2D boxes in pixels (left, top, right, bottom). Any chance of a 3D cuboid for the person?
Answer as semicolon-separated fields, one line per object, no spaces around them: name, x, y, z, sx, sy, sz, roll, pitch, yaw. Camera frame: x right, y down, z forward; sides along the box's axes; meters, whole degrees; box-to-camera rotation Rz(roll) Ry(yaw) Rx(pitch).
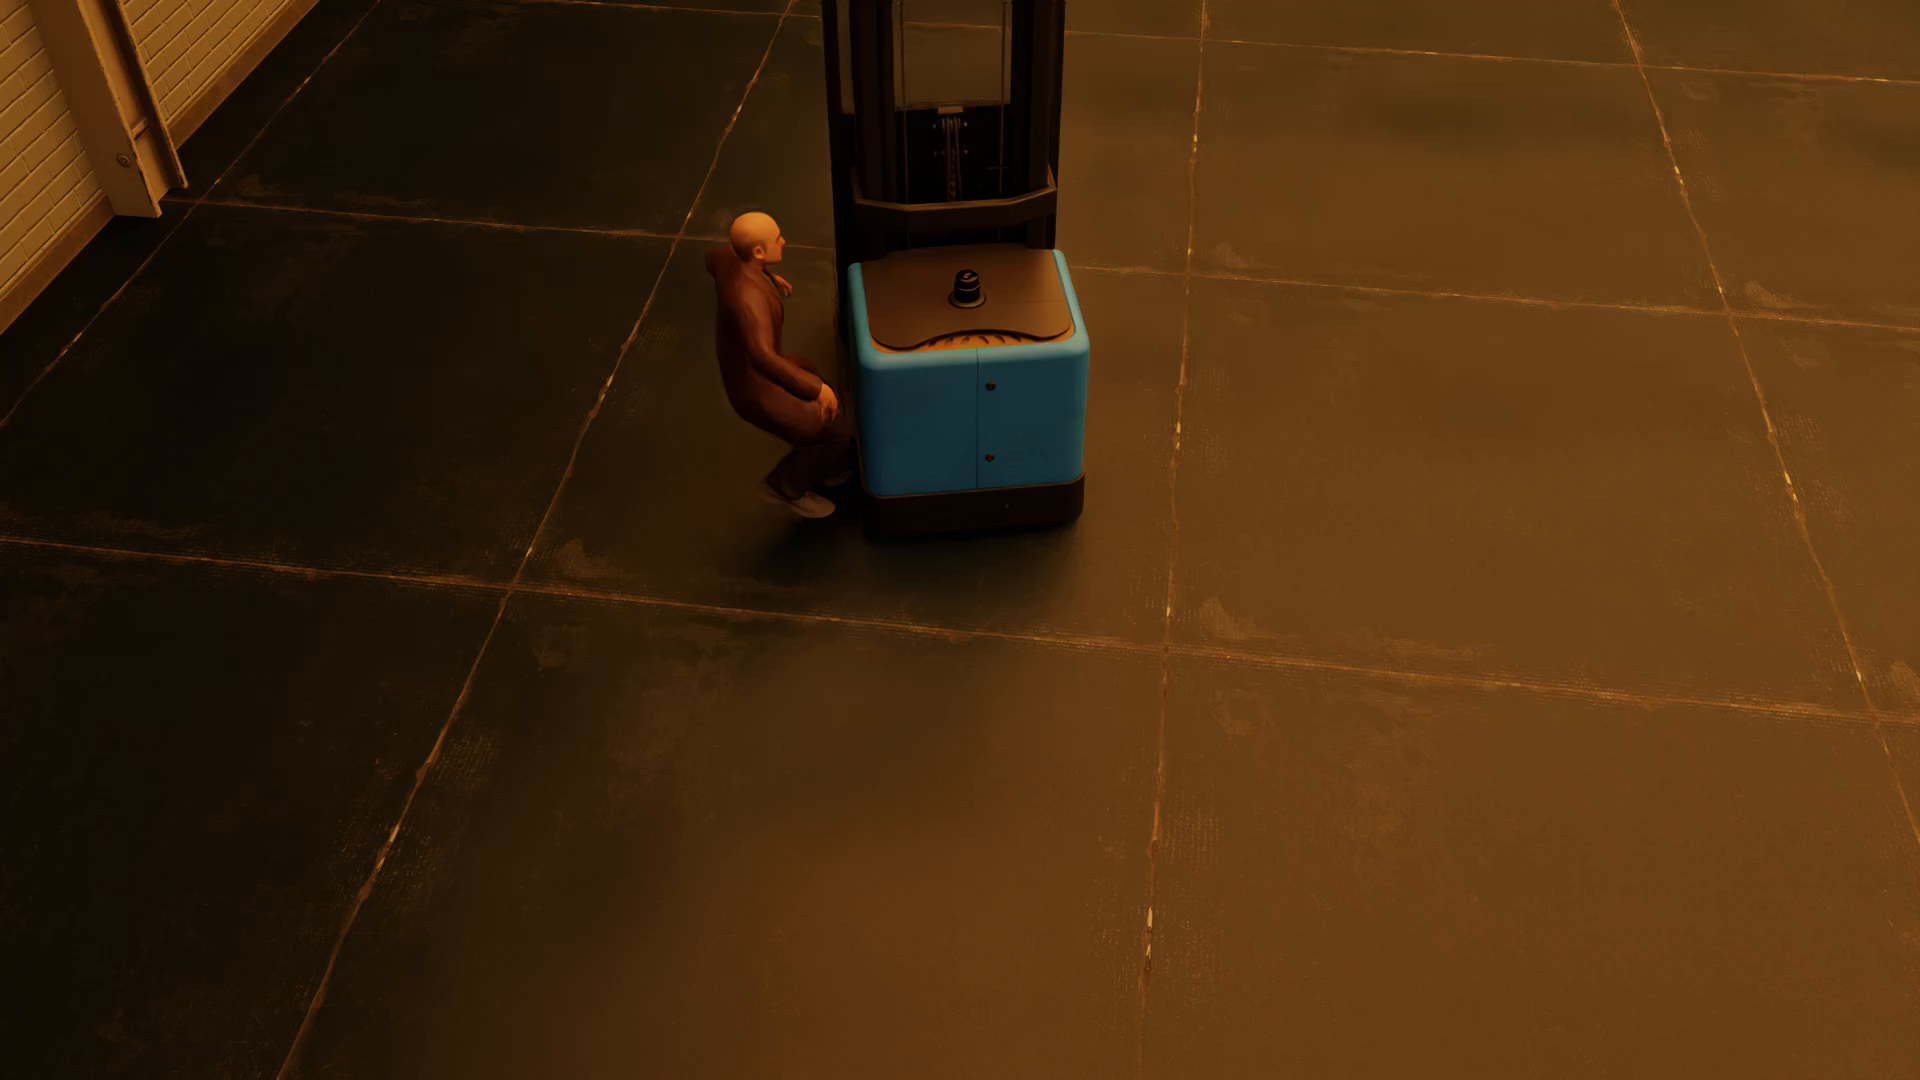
person;-0.683;-0.777;7.518;0.805;1.655;1.076;-8;43;-9

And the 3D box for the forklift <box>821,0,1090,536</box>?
forklift;-0.103;-2.094;8.004;1.130;2.935;3.031;-5;43;-5
